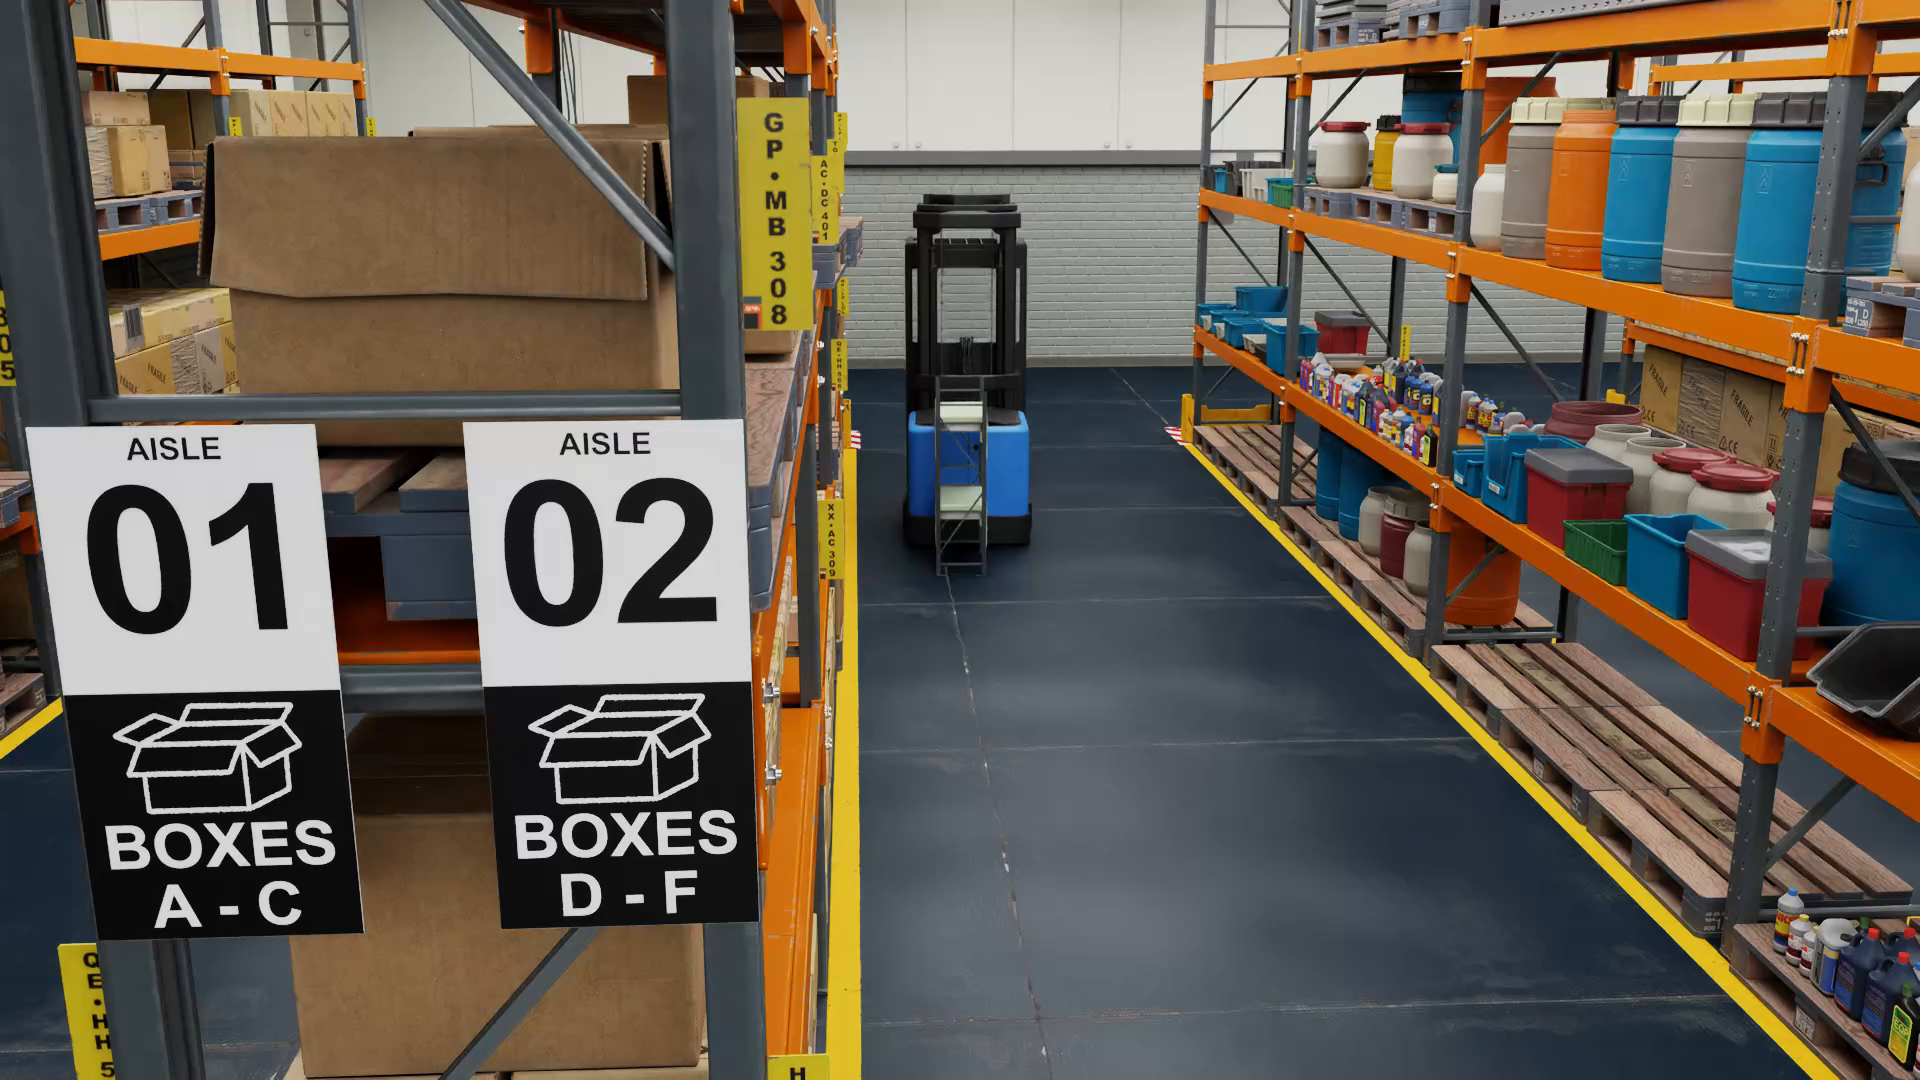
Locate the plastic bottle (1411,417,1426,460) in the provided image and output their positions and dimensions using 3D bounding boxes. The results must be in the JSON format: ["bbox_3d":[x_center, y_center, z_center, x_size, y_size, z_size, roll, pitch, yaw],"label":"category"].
[{"bbox_3d":[3.167,-0.700,11.463,0.061,0.283,0.133,-1,14,-3],"label":"plastic bottle"}]

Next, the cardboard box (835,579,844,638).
[{"bbox_3d":[-1.055,0.350,11.280,0.500,0.500,0.500,0,14,-1],"label":"cardboard box"}]

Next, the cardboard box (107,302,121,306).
[{"bbox_3d":[-6.660,-1.640,12.537,0.500,0.250,0.500,-1,14,-5],"label":"cardboard box"}]

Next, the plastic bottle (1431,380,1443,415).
[{"bbox_3d":[3.808,-1.140,13.185,0.152,0.276,0.135,-1,14,-3],"label":"plastic bottle"}]

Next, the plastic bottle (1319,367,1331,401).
[{"bbox_3d":[3.035,-1.297,13.805,0.097,0.271,0.097,0,14,0],"label":"plastic bottle"}]

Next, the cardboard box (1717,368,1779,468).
[{"bbox_3d":[8.311,-1.240,16.749,0.875,0.875,0.875,-1,14,-3],"label":"cardboard box"}]

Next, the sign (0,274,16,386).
[{"bbox_3d":[-1.359,-0.379,2.340,0.100,0.325,0.005,-1,14,-3],"label":"sign"}]

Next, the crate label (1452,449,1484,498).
[{"bbox_3d":[3.284,-0.414,10.451,0.303,0.233,0.416,-1,14,-3],"label":"crate label"}]

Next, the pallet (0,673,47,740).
[{"bbox_3d":[-6.209,1.092,9.857,1.003,0.211,1.213,-1,14,-3],"label":"pallet"}]

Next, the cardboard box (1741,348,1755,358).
[{"bbox_3d":[7.917,-1.882,16.325,0.380,0.149,0.250,-1,14,-2],"label":"cardboard box"}]

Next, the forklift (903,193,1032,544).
[{"bbox_3d":[0.049,-1.694,15.227,1.130,2.935,3.031,0,14,-1],"label":"forklift"}]

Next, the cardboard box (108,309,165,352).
[{"bbox_3d":[-6.134,-1.520,12.070,0.500,0.250,0.500,-1,14,-5],"label":"cardboard box"}]

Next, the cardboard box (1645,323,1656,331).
[{"bbox_3d":[7.789,-2.393,18.310,0.380,0.149,0.250,-1,14,-4],"label":"cardboard box"}]

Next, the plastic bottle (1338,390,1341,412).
[{"bbox_3d":[3.070,-1.124,13.272,0.097,0.201,0.097,0,14,0],"label":"plastic bottle"}]

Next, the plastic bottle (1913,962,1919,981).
[{"bbox_3d":[3.645,1.739,6.341,0.097,0.271,0.097,0,14,0],"label":"plastic bottle"}]

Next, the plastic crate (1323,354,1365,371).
[{"bbox_3d":[3.498,-1.620,15.210,0.396,0.136,0.243,-1,14,-3],"label":"plastic crate"}]

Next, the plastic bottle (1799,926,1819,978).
[{"bbox_3d":[3.474,1.668,6.756,0.097,0.201,0.097,0,14,0],"label":"plastic bottle"}]

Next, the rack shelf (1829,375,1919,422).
[{"bbox_3d":[8.451,-0.831,13.180,1.077,0.370,4.000,-1,14,-3],"label":"rack shelf"}]

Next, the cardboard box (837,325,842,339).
[{"bbox_3d":[-1.320,-1.704,14.929,0.500,0.500,0.500,-1,14,-2],"label":"cardboard box"}]

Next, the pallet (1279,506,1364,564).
[{"bbox_3d":[3.390,-0.057,14.325,1.003,0.211,1.213,-1,14,-3],"label":"pallet"}]

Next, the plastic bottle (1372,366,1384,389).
[{"bbox_3d":[3.608,-1.404,14.364,0.097,0.201,0.097,0,14,0],"label":"plastic bottle"}]

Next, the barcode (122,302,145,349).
[{"bbox_3d":[-1.317,-0.342,2.650,0.001,0.075,0.075,-1,14,-3],"label":"barcode"}]

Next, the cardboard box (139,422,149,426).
[{"bbox_3d":[-6.151,-0.807,12.108,0.380,0.149,0.250,-1,14,-3],"label":"cardboard box"}]

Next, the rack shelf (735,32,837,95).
[{"bbox_3d":[-1.436,-3.391,11.891,1.077,0.370,4.000,-1,14,-3],"label":"rack shelf"}]

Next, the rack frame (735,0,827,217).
[{"bbox_3d":[-1.312,-3.435,9.819,1.000,3.000,0.127,-1,14,-3],"label":"rack frame"}]

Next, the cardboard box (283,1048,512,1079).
[{"bbox_3d":[-1.031,1.005,3.098,0.380,0.149,0.250,-1,14,-4],"label":"cardboard box"}]

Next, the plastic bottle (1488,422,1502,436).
[{"bbox_3d":[3.776,-0.730,11.744,0.097,0.201,0.097,0,14,0],"label":"plastic bottle"}]

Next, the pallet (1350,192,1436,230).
[{"bbox_3d":[3.603,-2.486,12.528,1.003,0.211,1.213,-1,14,-3],"label":"pallet"}]

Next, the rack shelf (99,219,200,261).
[{"bbox_3d":[-6.380,-2.054,11.914,1.077,0.370,4.000,-1,14,-3],"label":"rack shelf"}]

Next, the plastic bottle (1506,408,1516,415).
[{"bbox_3d":[3.936,-0.811,11.891,0.061,0.283,0.133,-1,14,-3],"label":"plastic bottle"}]

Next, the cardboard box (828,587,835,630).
[{"bbox_3d":[-1.034,0.453,10.295,0.500,0.311,0.500,-1,14,-2],"label":"cardboard box"}]

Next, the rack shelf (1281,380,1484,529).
[{"bbox_3d":[3.508,-0.754,12.883,1.077,0.370,4.000,-1,14,-3],"label":"rack shelf"}]

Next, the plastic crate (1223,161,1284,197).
[{"bbox_3d":[2.956,-3.634,16.733,0.504,0.338,0.767,-1,14,-3],"label":"plastic crate"}]

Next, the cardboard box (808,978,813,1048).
[{"bbox_3d":[-0.797,1.830,6.071,0.500,0.250,0.500,-1,14,-3],"label":"cardboard box"}]

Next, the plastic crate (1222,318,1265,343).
[{"bbox_3d":[2.904,-2.149,17.075,0.416,0.233,0.300,-1,14,-3],"label":"plastic crate"}]

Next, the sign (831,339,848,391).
[{"bbox_3d":[-0.759,-1.100,10.458,0.100,0.325,0.005,-1,14,-3],"label":"sign"}]

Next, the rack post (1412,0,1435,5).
[{"bbox_3d":[3.546,-3.654,10.820,0.954,0.300,0.937,-1,14,-3],"label":"rack post"}]

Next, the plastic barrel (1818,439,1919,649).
[{"bbox_3d":[4.158,0.046,7.323,0.600,0.901,0.708,-1,14,-3],"label":"plastic barrel"}]

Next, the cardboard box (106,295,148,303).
[{"bbox_3d":[-6.697,-1.764,13.021,0.500,0.250,0.500,-1,14,-3],"label":"cardboard box"}]

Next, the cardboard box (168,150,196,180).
[{"bbox_3d":[-6.781,-3.246,14.359,0.500,0.250,0.500,-1,14,-3],"label":"cardboard box"}]

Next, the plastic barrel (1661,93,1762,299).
[{"bbox_3d":[3.591,-1.592,7.668,0.600,0.901,0.600,0,14,0],"label":"plastic barrel"}]

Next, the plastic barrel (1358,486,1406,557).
[{"bbox_3d":[3.390,-0.145,13.221,0.421,0.512,0.421,0,14,0],"label":"plastic barrel"}]

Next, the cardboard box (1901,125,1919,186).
[{"bbox_3d":[8.373,-3.237,14.025,0.700,0.500,0.500,-1,14,-2],"label":"cardboard box"}]

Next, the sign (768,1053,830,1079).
[{"bbox_3d":[-0.262,0.995,2.743,0.100,0.325,0.005,-1,14,-3],"label":"sign"}]

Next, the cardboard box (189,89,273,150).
[{"bbox_3d":[-6.268,-3.624,14.324,0.500,0.500,0.500,-1,14,-4],"label":"cardboard box"}]

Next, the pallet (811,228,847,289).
[{"bbox_3d":[-1.109,-1.446,8.485,1.003,0.211,1.213,0,14,-1],"label":"pallet"}]

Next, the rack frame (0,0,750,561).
[{"bbox_3d":[-0.817,-1.446,2.086,1.000,3.000,0.127,-1,14,-3],"label":"rack frame"}]

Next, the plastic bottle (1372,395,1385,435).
[{"bbox_3d":[3.110,-0.927,12.345,0.061,0.283,0.133,-1,14,-3],"label":"plastic bottle"}]

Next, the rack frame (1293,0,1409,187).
[{"bbox_3d":[3.384,-4.506,13.979,1.000,3.000,0.127,-1,14,-3],"label":"rack frame"}]

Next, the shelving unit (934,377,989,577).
[{"bbox_3d":[0.004,-0.524,13.553,0.431,1.500,0.755,0,14,-1],"label":"shelving unit"}]

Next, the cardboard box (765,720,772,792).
[{"bbox_3d":[-0.720,0.614,4.618,0.380,0.149,0.250,-1,14,-3],"label":"cardboard box"}]
